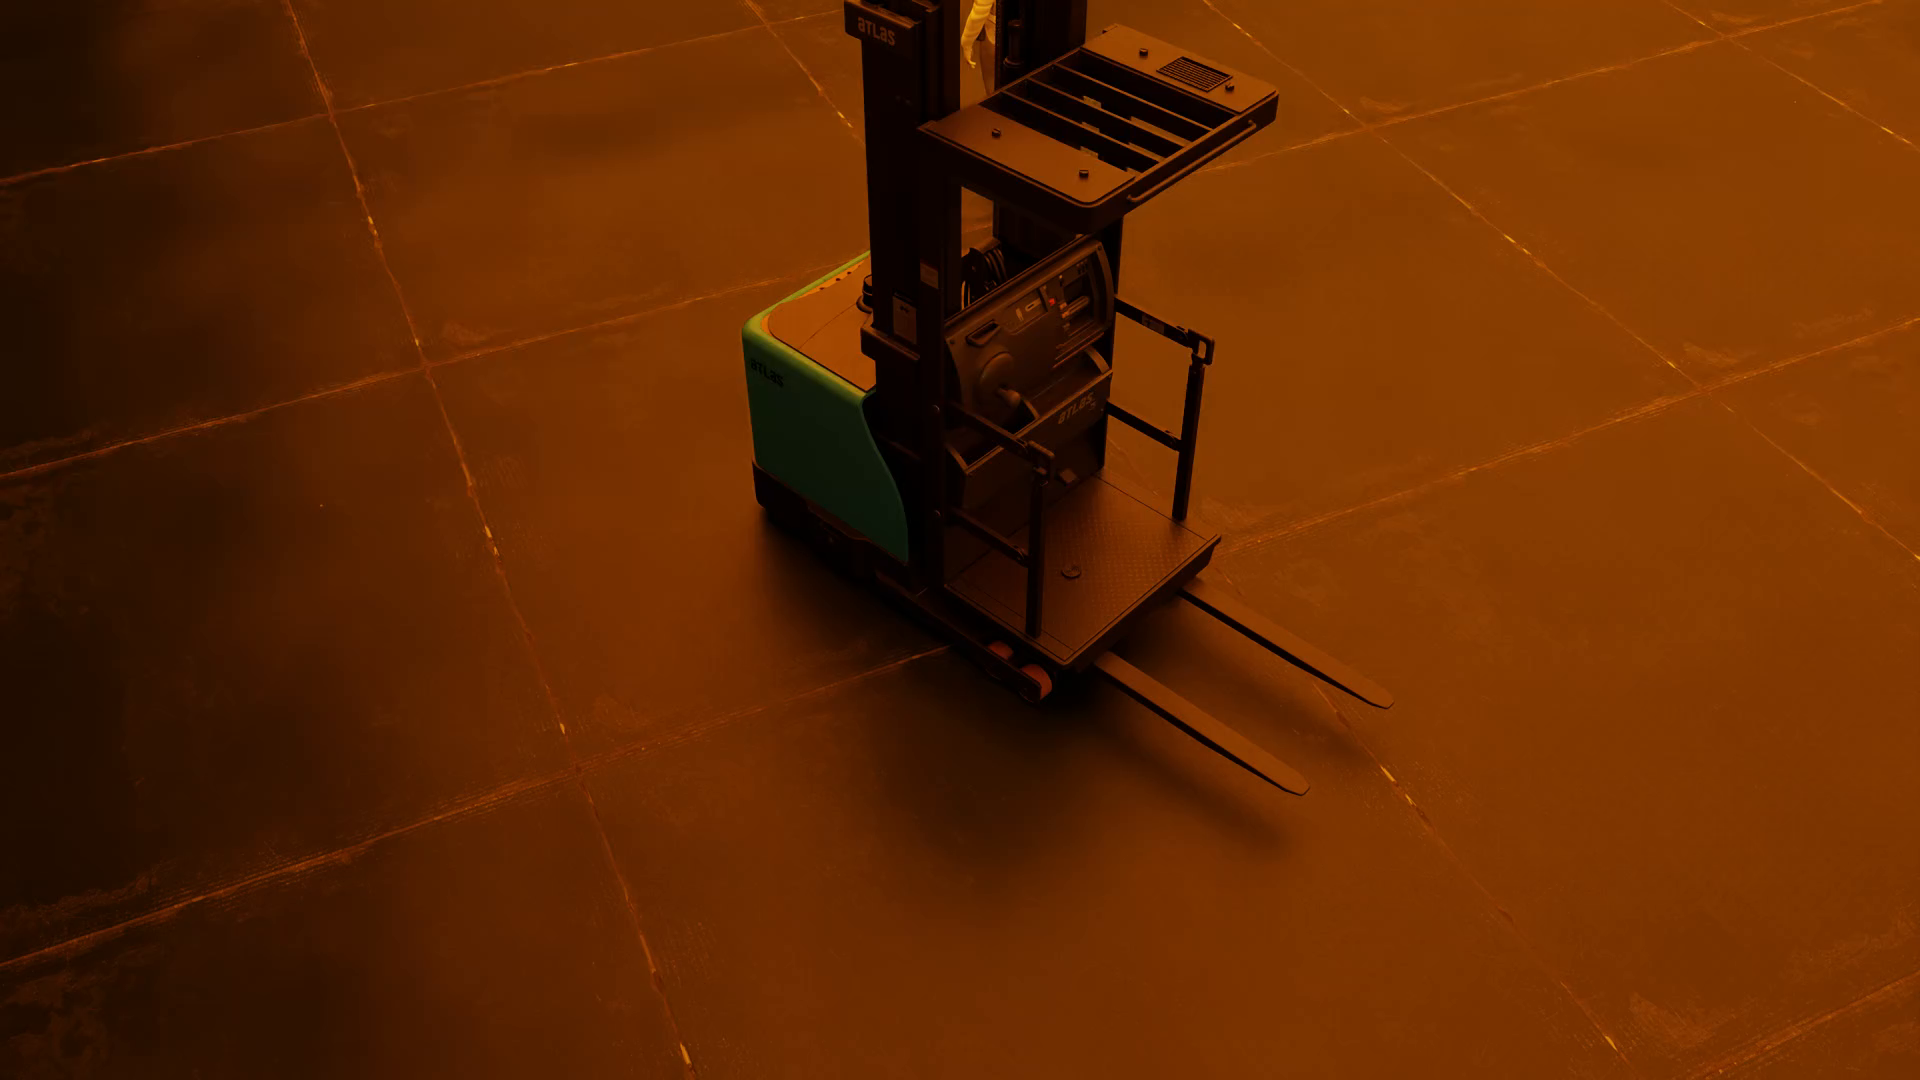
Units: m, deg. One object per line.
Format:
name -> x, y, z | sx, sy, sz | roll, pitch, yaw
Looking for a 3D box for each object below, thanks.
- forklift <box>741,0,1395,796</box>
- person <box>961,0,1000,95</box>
forklift -> 0.445, -0.788, 6.525 | 3.031, 2.935, 1.130 | 32, 52, 30
person -> 0.243, -2.980, 9.769 | 0.588, 1.696, 0.534 | -23, 48, -23
